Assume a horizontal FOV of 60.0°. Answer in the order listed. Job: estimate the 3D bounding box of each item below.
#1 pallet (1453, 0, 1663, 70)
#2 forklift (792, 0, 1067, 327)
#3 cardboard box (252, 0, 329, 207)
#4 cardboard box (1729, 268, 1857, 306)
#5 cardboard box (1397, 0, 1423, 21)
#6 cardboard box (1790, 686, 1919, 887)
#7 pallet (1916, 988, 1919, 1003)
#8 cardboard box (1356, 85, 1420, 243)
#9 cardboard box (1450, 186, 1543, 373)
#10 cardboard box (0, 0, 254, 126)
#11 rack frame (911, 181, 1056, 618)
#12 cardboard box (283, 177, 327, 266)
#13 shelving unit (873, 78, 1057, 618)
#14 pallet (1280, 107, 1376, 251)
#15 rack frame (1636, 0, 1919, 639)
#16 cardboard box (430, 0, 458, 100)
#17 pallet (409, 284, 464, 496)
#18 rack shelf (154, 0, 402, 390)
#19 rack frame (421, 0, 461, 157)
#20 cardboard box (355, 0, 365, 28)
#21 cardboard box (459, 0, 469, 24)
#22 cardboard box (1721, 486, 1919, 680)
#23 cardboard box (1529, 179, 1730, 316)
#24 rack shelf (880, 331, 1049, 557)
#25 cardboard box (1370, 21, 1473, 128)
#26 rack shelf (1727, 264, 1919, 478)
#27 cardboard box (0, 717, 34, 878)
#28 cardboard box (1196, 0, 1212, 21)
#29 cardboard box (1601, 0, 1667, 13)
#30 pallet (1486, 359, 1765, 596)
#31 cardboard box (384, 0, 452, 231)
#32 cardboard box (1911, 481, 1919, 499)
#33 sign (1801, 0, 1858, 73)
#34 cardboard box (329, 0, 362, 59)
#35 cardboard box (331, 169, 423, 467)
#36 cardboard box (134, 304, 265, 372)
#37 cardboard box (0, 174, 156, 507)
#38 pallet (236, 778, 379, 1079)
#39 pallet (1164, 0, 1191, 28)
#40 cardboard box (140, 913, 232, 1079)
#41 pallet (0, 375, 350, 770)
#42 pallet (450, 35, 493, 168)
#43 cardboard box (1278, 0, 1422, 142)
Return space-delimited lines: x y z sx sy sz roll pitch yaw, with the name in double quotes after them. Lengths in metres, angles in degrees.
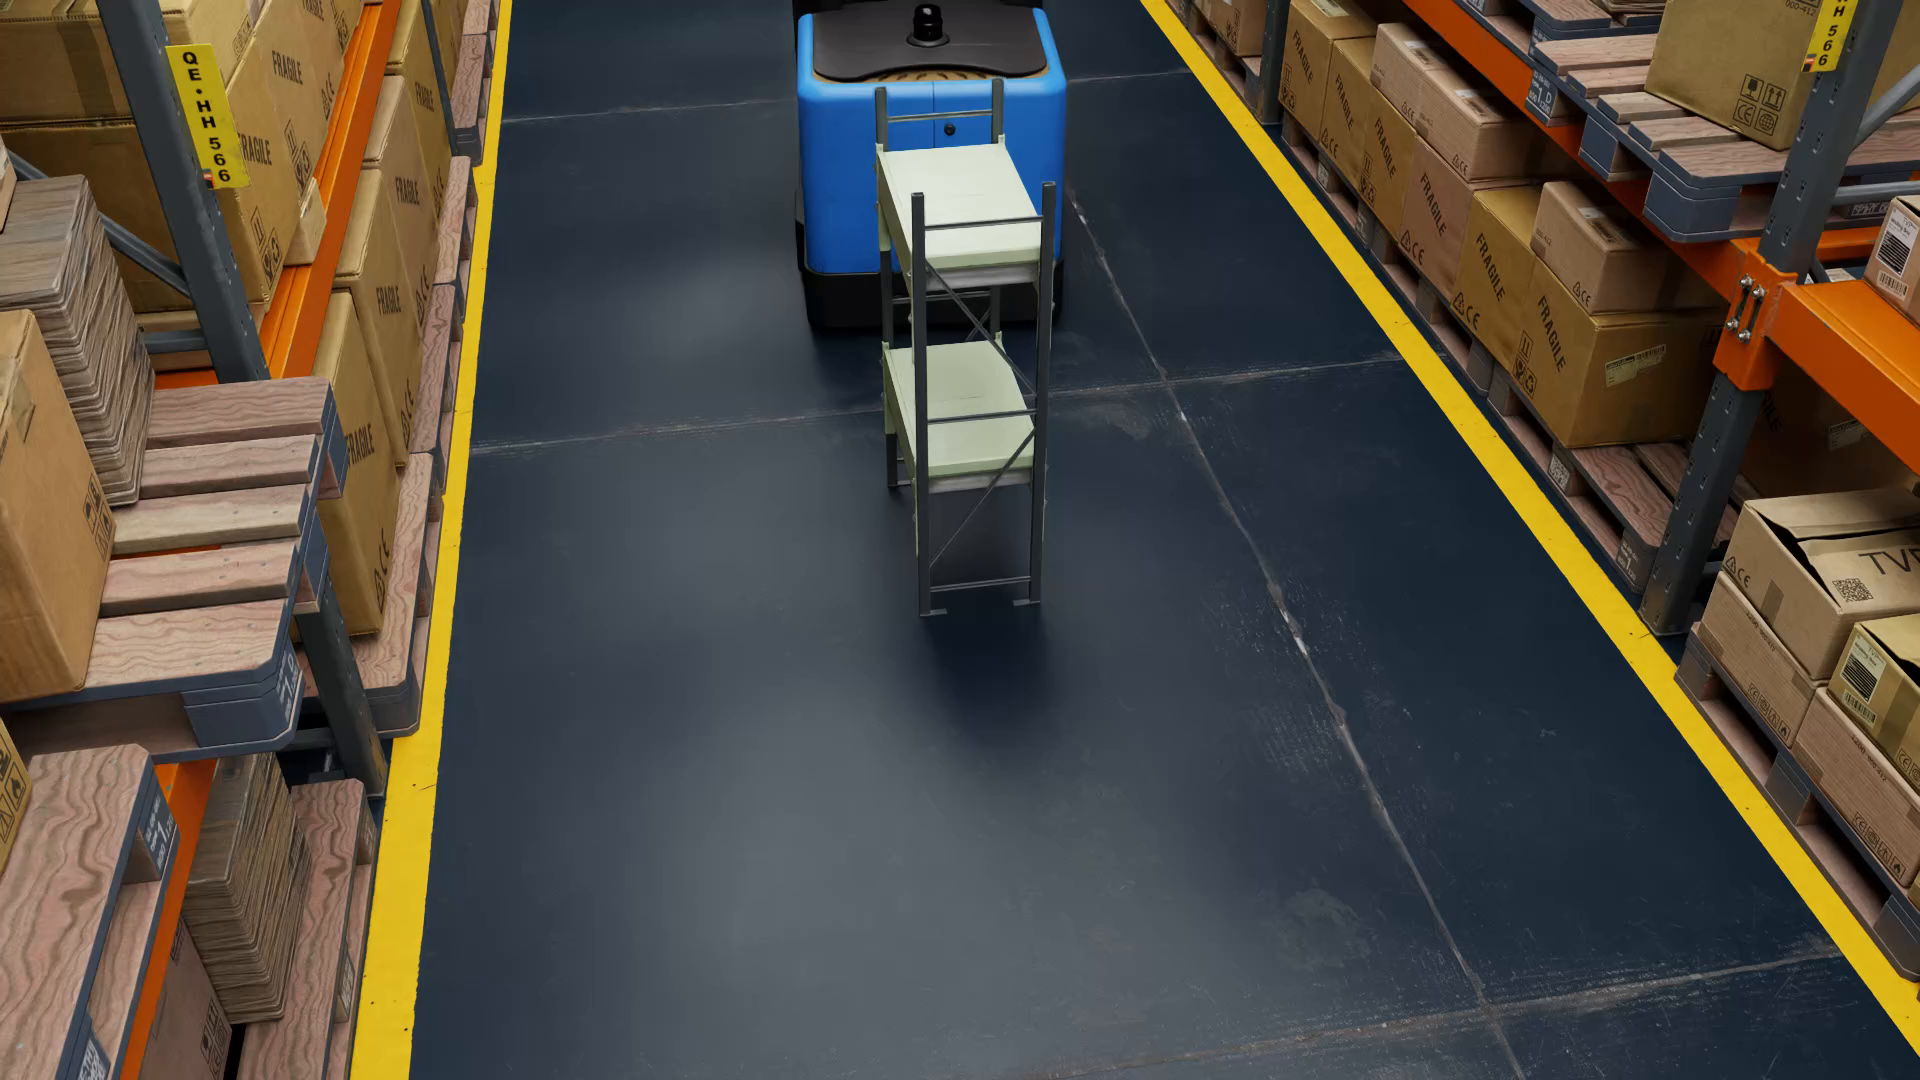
2.370 -2.056 6.108 1.003 0.211 1.213 -6 38 -8 "pallet"
-0.203 -2.907 7.103 1.130 2.935 3.031 -2 38 -3 "forklift"
-2.077 -1.226 4.543 0.500 0.500 0.500 -5 38 -6 "cardboard box"
2.819 -0.766 5.970 0.500 0.500 0.500 -8 38 -10 "cardboard box"
2.383 -2.293 7.936 0.500 0.500 0.500 -6 38 -8 "cardboard box"
2.607 0.613 4.414 0.500 0.250 0.500 -7 38 -9 "cardboard box"
3.032 1.380 3.802 1.003 0.211 1.213 -6 38 -8 "pallet"
2.044 -1.619 7.067 0.500 0.500 0.500 -6 38 -7 "cardboard box"
2.230 -0.997 6.267 0.500 0.500 0.500 -8 38 -10 "cardboard box"
-1.992 -1.203 3.902 0.500 0.250 0.500 -5 38 -7 "cardboard box"
0.065 -0.367 5.000 0.400 1.500 0.023 -6 38 -8 "rack frame"
-1.990 -0.878 4.624 0.380 0.149 0.250 -5 38 -7 "cardboard box"
0.001 -0.588 5.285 0.431 1.500 0.755 -6 38 -8 "shelving unit"
2.194 -1.786 7.876 1.003 0.211 1.213 -6 38 -8 "pallet"
2.715 -0.958 4.538 1.000 3.000 0.127 -6 38 -8 "rack frame"
-2.893 -2.480 8.193 0.700 0.500 0.500 -6 38 -7 "cardboard box"
-2.436 -0.541 6.275 1.003 0.211 1.213 -6 38 -8 "pallet"
-2.512 -1.347 5.625 1.077 0.370 4.000 -6 38 -8 "rack shelf"
-2.862 -2.839 6.959 1.000 3.000 0.127 -6 38 -8 "rack frame"
-2.374 -1.955 6.010 0.380 0.149 0.250 -6 38 -8 "cardboard box"
-3.065 -3.094 8.983 0.700 0.500 0.500 -5 38 -7 "cardboard box"
2.518 0.088 4.633 0.500 0.311 0.500 -5 38 -6 "cardboard box"
2.306 -1.014 5.678 0.500 0.250 0.500 -5 38 -6 "cardboard box"
0.001 -0.331 5.485 0.431 0.370 0.720 -6 38 -8 "rack shelf"
2.034 -1.934 6.863 0.500 0.250 0.500 -6 38 -8 "cardboard box"
3.066 0.534 3.204 1.077 0.370 4.000 -6 38 -8 "rack shelf"
-1.829 0.397 2.354 0.700 0.500 0.500 -6 38 -8 "cardboard box"
1.510 -2.956 9.075 0.380 0.149 0.250 -6 38 -8 "cardboard box"
2.521 -2.105 5.590 0.700 0.500 0.500 0 38 1 "cardboard box"
2.622 -0.312 5.979 1.003 0.211 1.213 -6 38 -8 "pallet"
-2.620 -1.777 7.003 0.750 0.750 0.750 -6 38 -7 "cardboard box"
3.049 0.030 4.708 0.500 0.311 0.500 -5 38 -7 "cardboard box"
2.183 -1.320 4.125 0.100 0.325 0.005 -6 38 -8 "sign"
-2.262 -1.840 5.333 0.500 0.500 0.500 -5 38 -7 "cardboard box"
-2.308 -0.728 5.652 0.750 0.750 0.750 -6 38 -8 "cardboard box"
-1.991 -0.555 4.208 0.380 0.149 0.250 -7 38 -9 "cardboard box"
-2.069 -0.353 3.320 0.700 0.500 0.500 -11 39 -13 "cardboard box"
-2.026 1.150 4.097 1.003 0.211 1.213 -6 38 -8 "pallet"
1.677 -3.426 9.988 1.003 0.211 1.213 -6 38 -8 "pallet"
-2.008 1.143 3.512 0.700 0.500 0.500 -6 38 -8 "cardboard box"
-1.931 0.072 3.369 1.213 0.211 1.003 -6 38 -8 "pallet"
-2.919 -2.205 8.417 1.003 0.211 1.213 -6 38 -8 "pallet"
1.859 -2.242 7.870 0.500 0.500 0.500 -8 39 -10 "cardboard box"
